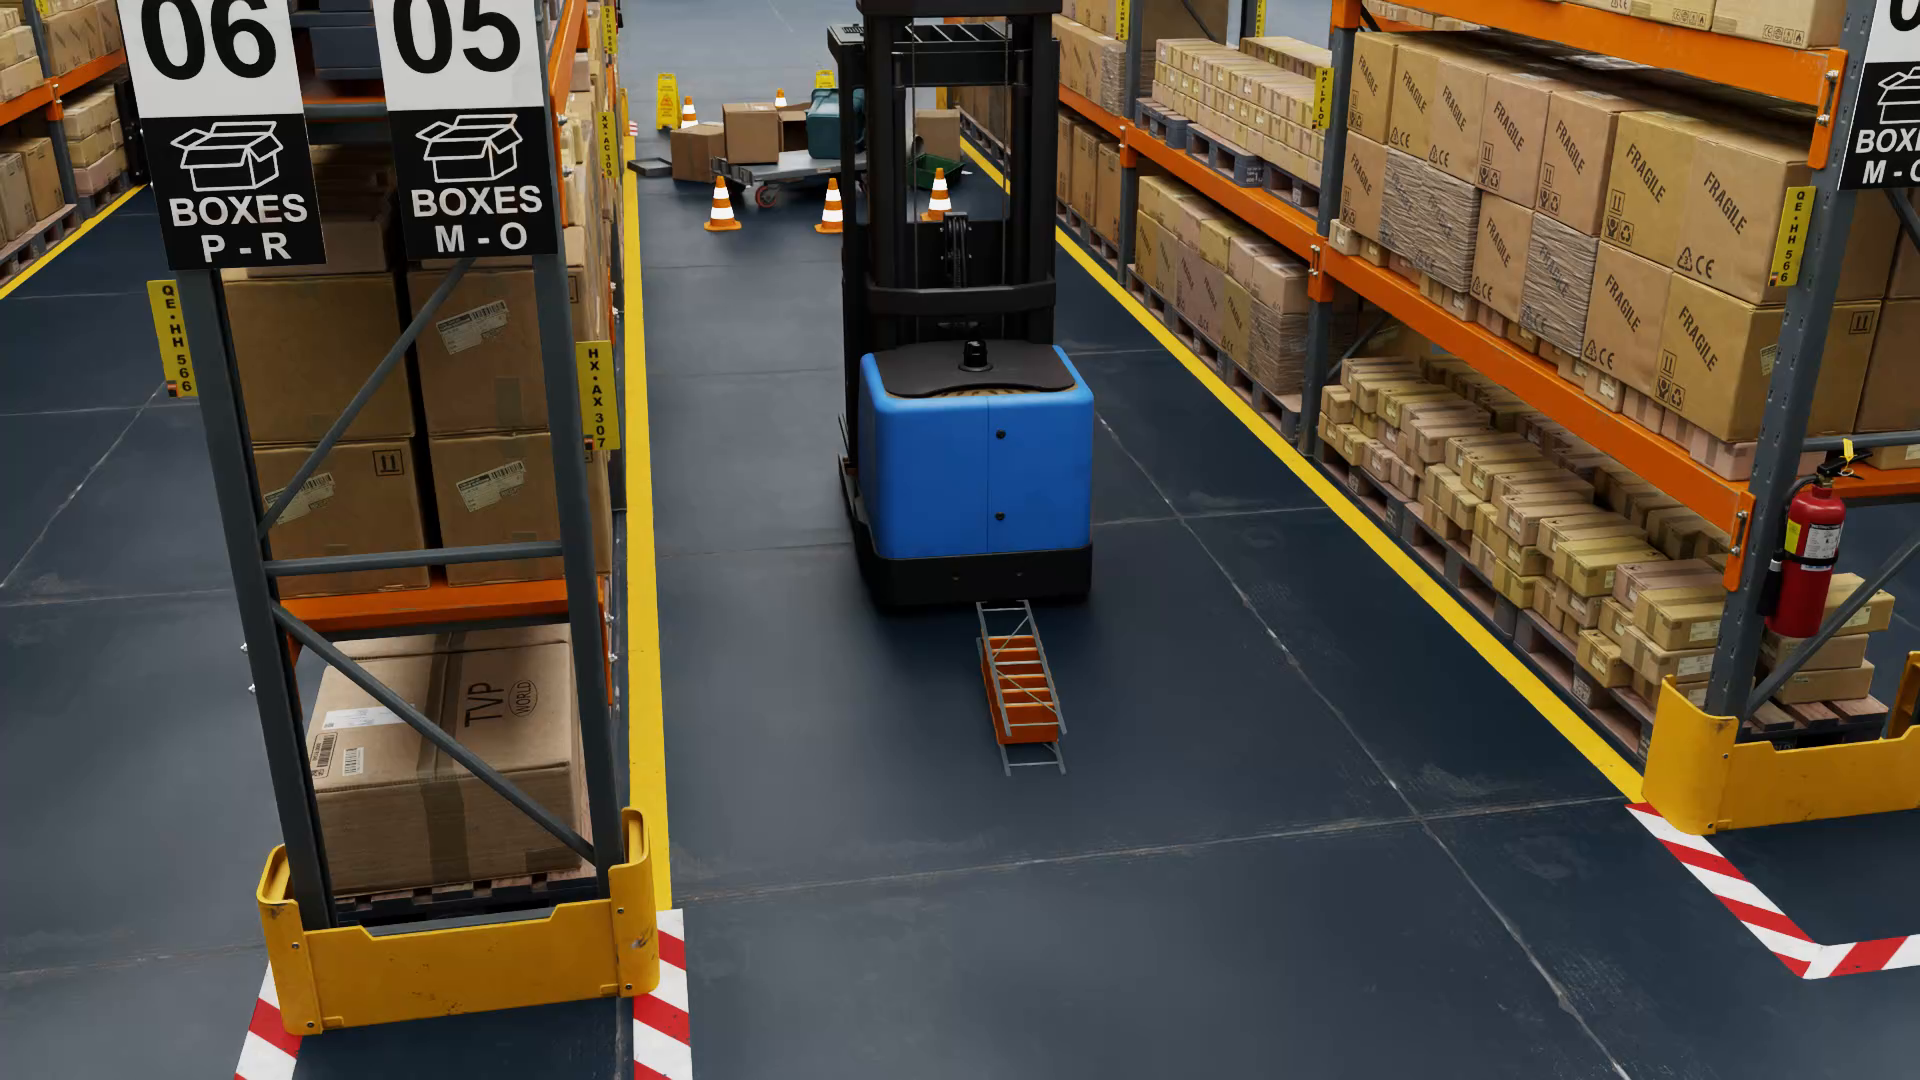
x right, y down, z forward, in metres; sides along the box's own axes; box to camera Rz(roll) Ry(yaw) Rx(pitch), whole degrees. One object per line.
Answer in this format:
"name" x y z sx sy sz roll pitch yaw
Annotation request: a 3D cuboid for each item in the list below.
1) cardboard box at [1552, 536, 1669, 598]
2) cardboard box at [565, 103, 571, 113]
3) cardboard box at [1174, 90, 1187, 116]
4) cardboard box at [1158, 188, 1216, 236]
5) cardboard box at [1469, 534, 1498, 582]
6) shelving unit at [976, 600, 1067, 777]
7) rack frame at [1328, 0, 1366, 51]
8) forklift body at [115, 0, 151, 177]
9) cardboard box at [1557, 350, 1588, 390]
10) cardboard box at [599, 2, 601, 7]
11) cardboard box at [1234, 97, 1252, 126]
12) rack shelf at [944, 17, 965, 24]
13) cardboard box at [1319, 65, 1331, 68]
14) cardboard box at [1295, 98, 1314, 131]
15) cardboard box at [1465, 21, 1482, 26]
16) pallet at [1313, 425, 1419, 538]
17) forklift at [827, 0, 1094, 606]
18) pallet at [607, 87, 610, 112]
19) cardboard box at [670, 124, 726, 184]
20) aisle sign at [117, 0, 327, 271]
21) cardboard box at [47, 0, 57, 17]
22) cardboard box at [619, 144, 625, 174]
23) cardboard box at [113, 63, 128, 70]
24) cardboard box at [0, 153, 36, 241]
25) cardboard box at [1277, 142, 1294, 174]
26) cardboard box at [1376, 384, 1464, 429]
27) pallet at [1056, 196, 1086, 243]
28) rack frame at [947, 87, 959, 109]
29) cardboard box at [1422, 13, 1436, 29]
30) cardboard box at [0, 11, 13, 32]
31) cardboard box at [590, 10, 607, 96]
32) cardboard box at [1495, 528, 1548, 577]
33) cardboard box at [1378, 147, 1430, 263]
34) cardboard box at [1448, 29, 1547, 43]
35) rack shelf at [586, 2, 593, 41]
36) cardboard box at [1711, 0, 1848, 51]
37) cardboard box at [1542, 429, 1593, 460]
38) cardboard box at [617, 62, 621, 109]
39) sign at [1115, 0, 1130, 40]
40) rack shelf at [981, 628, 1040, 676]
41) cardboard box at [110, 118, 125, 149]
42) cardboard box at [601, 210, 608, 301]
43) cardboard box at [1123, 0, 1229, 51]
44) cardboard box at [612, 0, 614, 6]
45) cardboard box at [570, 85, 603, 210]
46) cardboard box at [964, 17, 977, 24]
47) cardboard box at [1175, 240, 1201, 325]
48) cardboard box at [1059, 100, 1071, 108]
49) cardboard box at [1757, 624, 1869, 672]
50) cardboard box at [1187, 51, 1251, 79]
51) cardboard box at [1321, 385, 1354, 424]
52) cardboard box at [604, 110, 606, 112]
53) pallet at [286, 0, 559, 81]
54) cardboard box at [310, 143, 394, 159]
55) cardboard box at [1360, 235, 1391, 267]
"cardboard box" 2.753 0.111 7.043 0.380 0.149 0.250 -5 24 -11
"cardboard box" -1.719 -1.614 6.512 0.380 0.149 0.250 -4 24 -10
"cardboard box" 1.768 -3.167 12.043 0.380 0.149 0.250 -3 24 -7
"cardboard box" 1.767 -2.394 12.146 0.500 0.250 0.500 -5 24 -10
"cardboard box" 2.651 0.072 7.875 0.380 0.149 0.250 -4 24 -9
"shelving unit" 0.247 0.608 7.114 0.258 0.189 1.200 -2 24 -5
"rack frame" 5.197 -6.966 20.953 1.000 3.000 0.127 -4 24 -10
"forklift body" -7.276 -4.864 17.200 2.313 2.155 1.214 -4 24 -10
"cardboard box" 2.764 -0.741 7.012 0.380 0.149 0.250 -5 24 -12
"cardboard box" -3.022 -3.859 12.818 0.500 0.500 0.500 -3 24 -7
"cardboard box" 2.008 -2.793 10.814 0.380 0.149 0.250 -4 24 -10
"rack shelf" 0.674 -5.523 18.546 1.077 0.370 4.000 -4 24 -10
"cardboard box" 2.609 -3.072 11.083 0.380 0.149 0.250 -4 24 -8
"cardboard box" 2.206 -2.518 9.814 0.380 0.149 0.250 -5 24 -11
"cardboard box" 5.914 -5.757 17.687 0.875 0.500 0.500 -4 24 -10
"pallet" 2.682 -0.380 9.356 1.003 0.211 1.213 -4 24 -10
"forklift" -0.091 -1.590 8.727 1.130 2.935 3.031 -3 24 -8
"pallet" -3.299 -3.271 12.731 1.213 0.211 1.003 -4 24 -10
"cardboard box" -2.663 -4.037 17.367 0.500 0.500 0.500 13 27 27
"aisle sign" -1.875 -1.080 4.226 0.394 0.787 0.004 -4 24 -10
"cardboard box" -8.529 -4.881 15.242 0.380 0.149 0.250 -4 24 -9
"cardboard box" -3.646 -3.844 16.715 0.500 0.250 0.500 -5 24 -12
"cardboard box" -9.028 -5.097 18.334 0.500 0.250 0.500 -4 24 -8
"cardboard box" -8.436 -2.885 14.050 0.875 0.625 0.625 -5 24 -10
"cardboard box" 2.162 -2.338 10.145 0.380 0.149 0.250 -4 24 -10
"cardboard box" 2.471 -0.718 8.941 0.380 0.149 0.250 -5 24 -10
"pallet" 1.489 -3.009 15.376 1.003 0.211 1.213 -4 24 -10
"rack frame" 0.304 -6.639 20.204 1.000 3.000 0.127 -4 24 -10
"cardboard box" 5.426 -5.836 18.679 0.380 0.149 0.250 -4 24 -10
"cardboard box" -8.333 -4.416 14.178 0.380 0.149 0.250 -5 24 -11
"cardboard box" -2.607 -3.205 10.967 0.500 0.500 0.500 -4 24 -9
"cardboard box" 2.678 0.038 7.580 0.380 0.149 0.250 -4 24 -9
"cardboard box" 2.465 -1.694 8.384 0.500 0.500 0.500 -4 24 -10
"cardboard box" 2.876 -2.395 8.739 0.500 0.500 0.500 -5 24 -12
"rack shelf" -2.693 -3.345 9.811 1.077 0.370 4.000 -4 24 -10
"cardboard box" 2.919 -1.811 5.588 0.500 0.250 0.500 -5 24 -11
"cardboard box" 3.158 -0.449 8.325 0.380 0.149 0.250 -5 24 -12
"cardboard box" -4.038 -5.008 18.443 0.500 0.500 0.500 -3 24 -8
"sign" 1.239 -3.981 12.670 0.100 0.325 0.005 -4 24 -10
"rack shelf" 0.221 0.493 7.373 0.258 0.180 0.103 -2 24 -5
"cardboard box" -8.642 -4.062 16.589 0.500 0.250 0.500 -5 24 -10
"cardboard box" -1.986 -1.395 8.072 0.500 0.500 0.500 -4 24 -9
"cardboard box" 1.710 -4.174 13.185 0.700 0.500 0.500 -4 24 -10
"cardboard box" -4.083 -6.025 18.300 0.500 0.500 0.500 -4 24 -10
"cardboard box" -1.964 -1.852 7.868 0.500 0.500 0.500 -5 24 -10
"cardboard box" 0.520 -6.121 18.830 0.875 0.550 0.550 -4 24 -10
"cardboard box" 1.859 -1.843 11.821 0.500 0.500 0.500 -5 24 -11
"cardboard box" 1.247 -3.990 16.424 1.050 0.750 0.750 -4 24 -10
"cardboard box" 3.418 0.407 6.736 0.380 0.149 0.250 -3 24 -8
"cardboard box" 1.820 -3.340 11.695 0.380 0.149 0.250 -5 24 -12
"cardboard box" 2.276 -0.775 9.443 0.380 0.149 0.250 -3 24 -7
"cardboard box" -2.414 -2.470 10.219 0.500 0.250 0.500 -5 24 -11
"pallet" -1.731 -1.565 4.948 1.003 0.211 1.213 -4 24 -10
"cardboard box" -2.032 -1.271 5.727 0.380 0.149 0.250 -5 24 -10
"cardboard box" 2.375 -1.572 8.916 0.380 0.149 0.250 -4 24 -8
